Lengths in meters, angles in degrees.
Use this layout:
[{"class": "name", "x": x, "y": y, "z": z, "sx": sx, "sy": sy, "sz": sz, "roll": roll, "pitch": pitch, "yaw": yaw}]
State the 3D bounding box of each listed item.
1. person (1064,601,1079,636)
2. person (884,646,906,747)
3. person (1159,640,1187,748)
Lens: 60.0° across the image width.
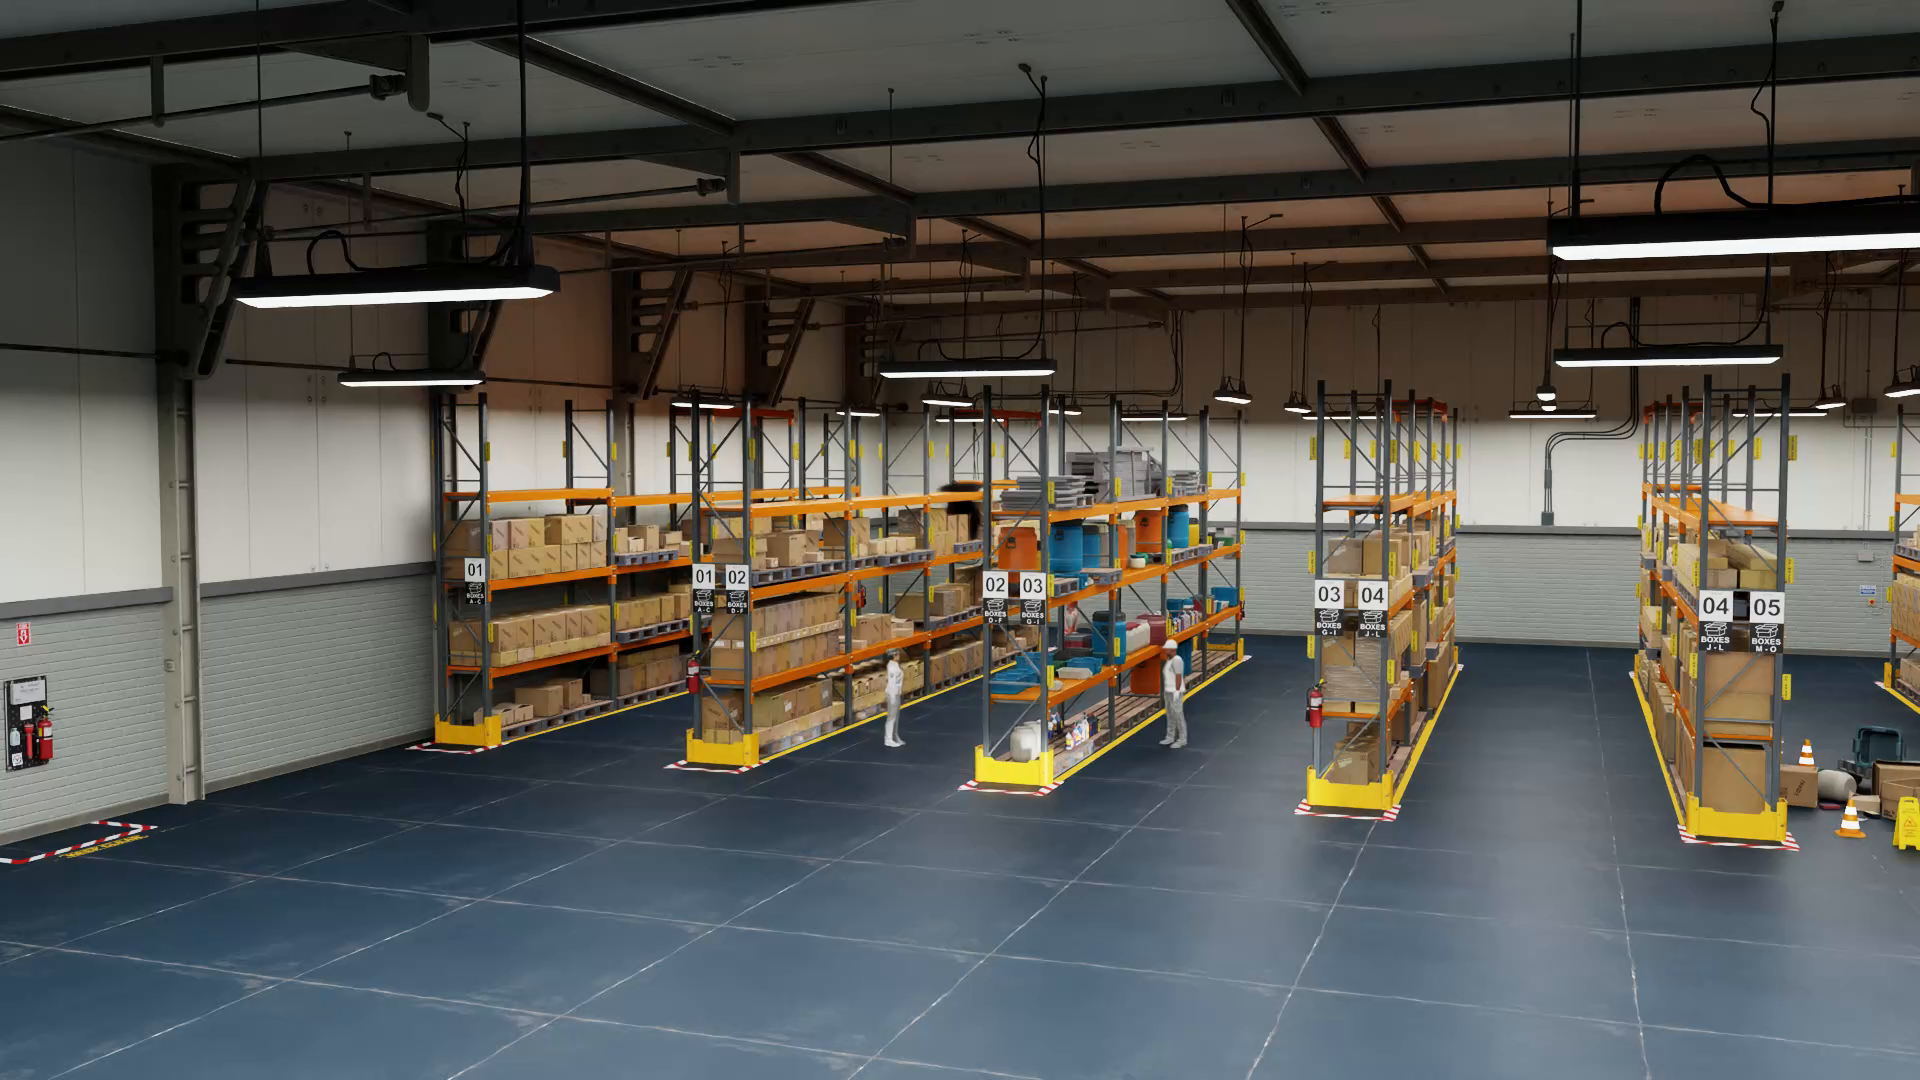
[{"class": "person", "x": 2.331, "y": 2.125, "z": 35.116, "sx": 0.364, "sy": 1.793, "sz": 0.613, "roll": 0, "pitch": 3, "yaw": -2}, {"class": "person", "x": -1.102, "y": 2.665, "z": 28.272, "sx": 0.389, "sy": 1.720, "sz": 0.523, "roll": 0, "pitch": 3, "yaw": -2}, {"class": "person", "x": 3.612, "y": 2.604, "z": 28.331, "sx": 0.429, "sy": 1.809, "sz": 0.589, "roll": 0, "pitch": 3, "yaw": -8}]
